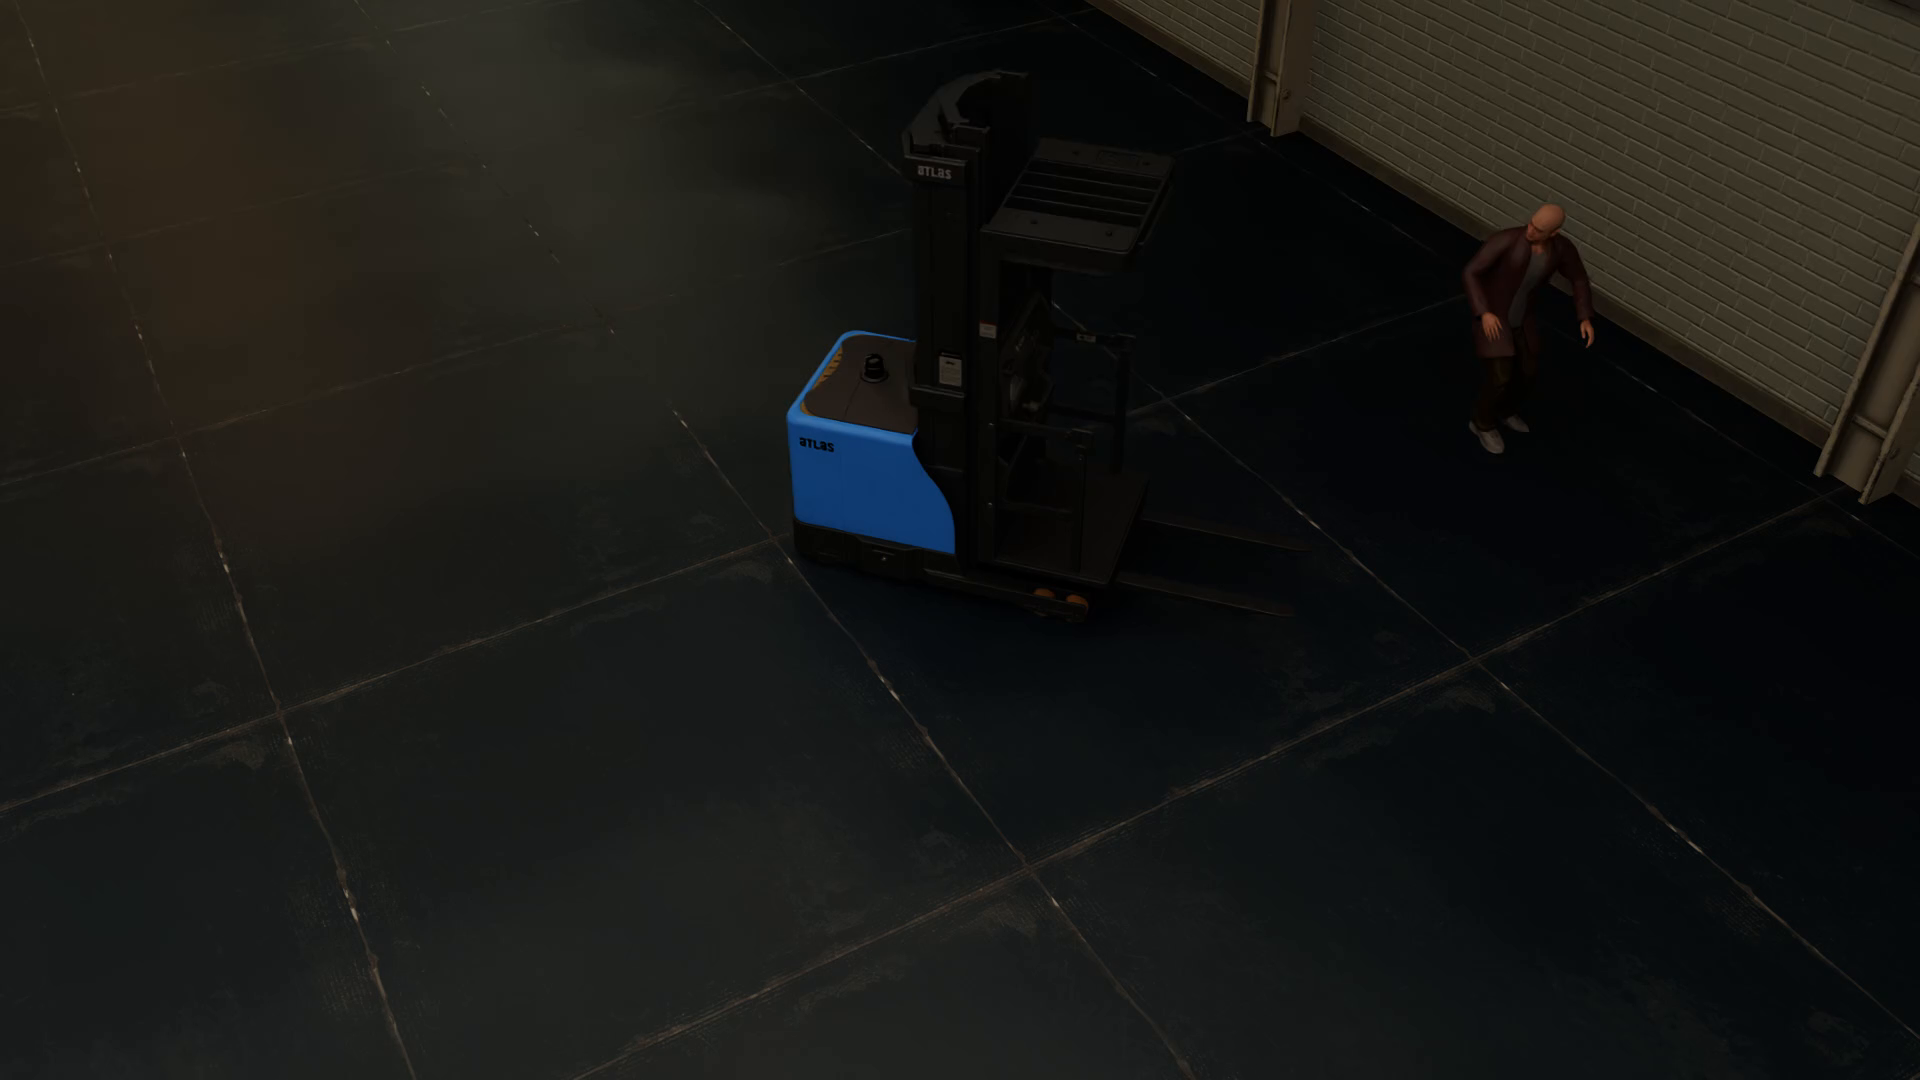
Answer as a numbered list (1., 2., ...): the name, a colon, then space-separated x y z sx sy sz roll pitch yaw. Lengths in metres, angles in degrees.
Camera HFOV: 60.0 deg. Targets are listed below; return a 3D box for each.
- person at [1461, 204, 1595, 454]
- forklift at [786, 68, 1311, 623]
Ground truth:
1. person: 3.609 -1.348 10.653 0.829 1.737 0.644 -11 41 -13
2. forklift: 0.558 -1.024 9.271 3.031 2.935 1.130 12 41 14
